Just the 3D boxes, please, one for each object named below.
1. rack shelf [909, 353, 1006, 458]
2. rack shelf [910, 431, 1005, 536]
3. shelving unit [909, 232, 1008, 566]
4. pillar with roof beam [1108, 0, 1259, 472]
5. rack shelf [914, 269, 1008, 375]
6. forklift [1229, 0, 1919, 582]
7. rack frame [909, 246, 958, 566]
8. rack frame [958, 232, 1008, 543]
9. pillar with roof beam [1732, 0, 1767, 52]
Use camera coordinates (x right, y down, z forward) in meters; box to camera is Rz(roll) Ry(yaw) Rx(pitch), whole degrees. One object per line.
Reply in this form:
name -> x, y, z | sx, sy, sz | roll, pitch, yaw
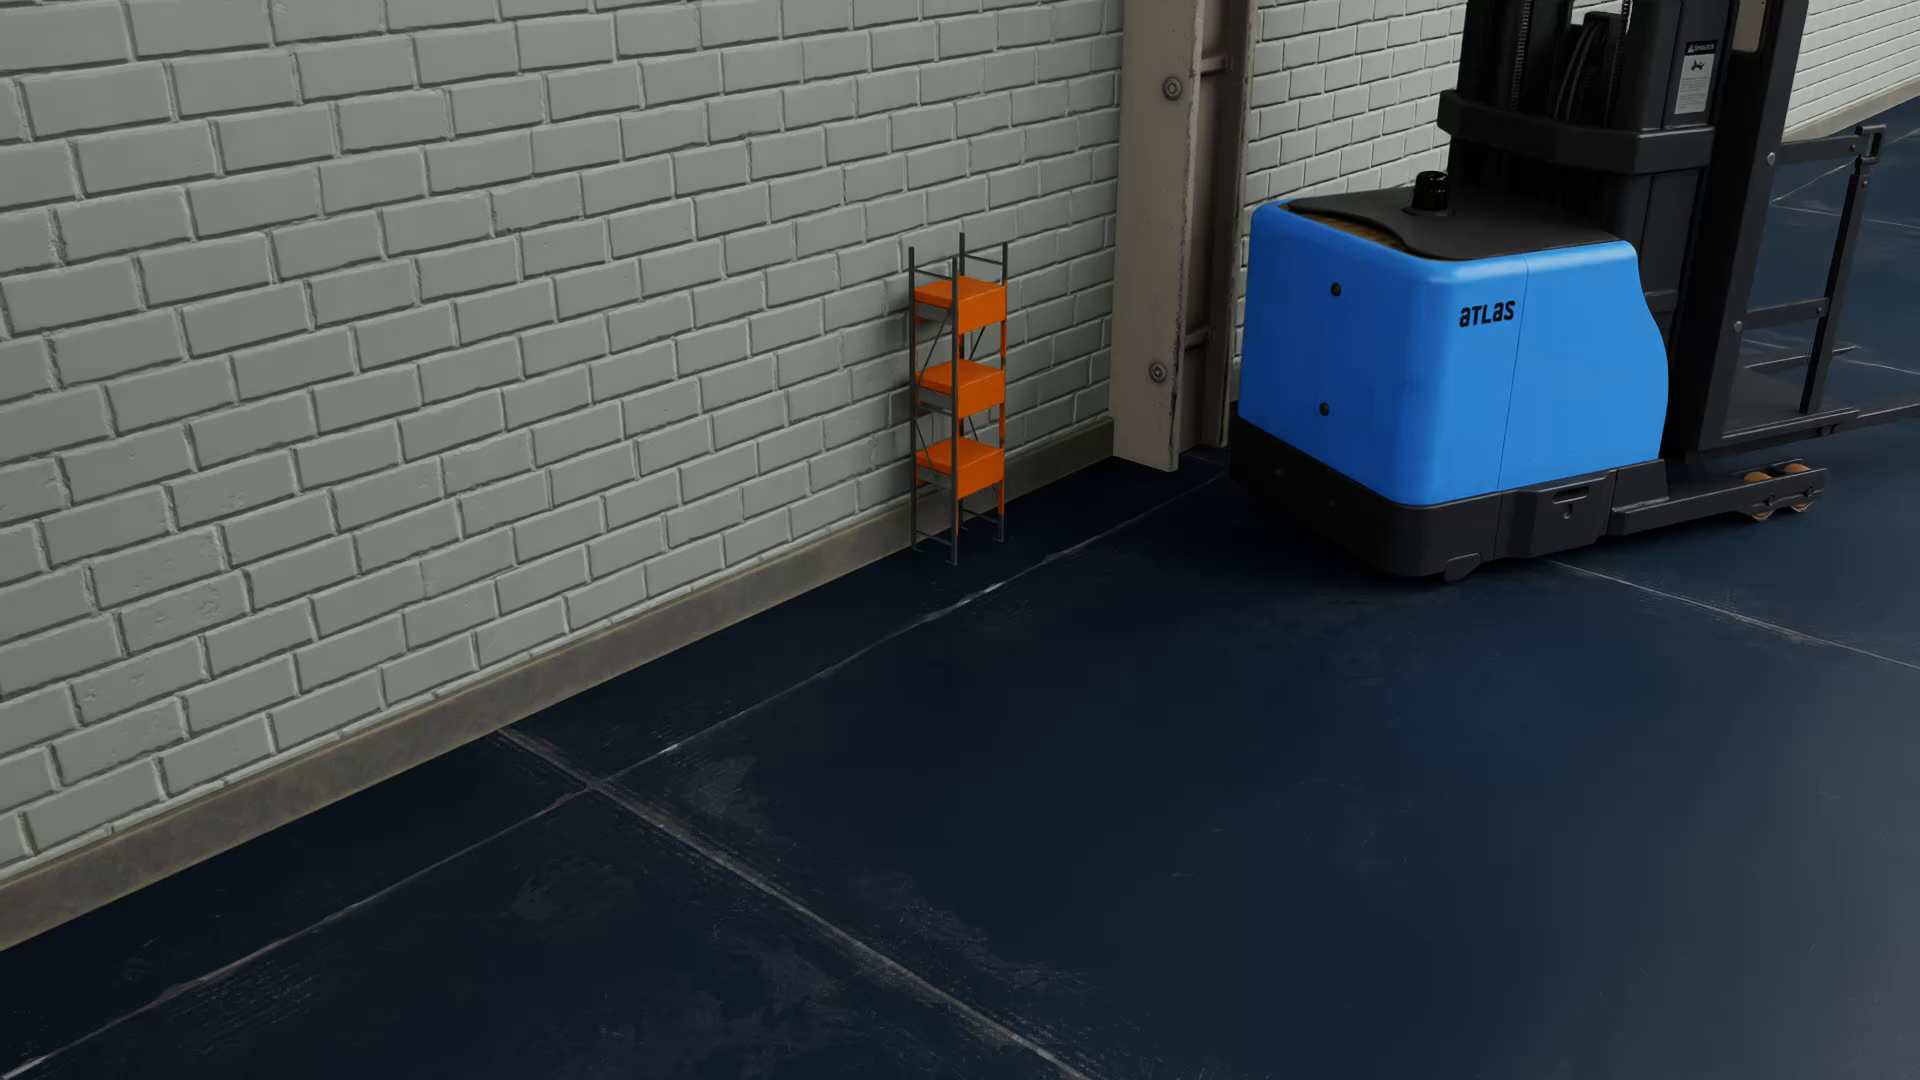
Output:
rack shelf -> -0.007, -0.448, 5.489 | 0.215, 0.259, 0.240 | 20, 31, 37
rack shelf -> -0.008, -0.195, 5.604 | 0.215, 0.259, 0.240 | 20, 31, 37
shelving unit -> -0.006, -0.457, 5.485 | 0.215, 1.050, 0.252 | 20, 31, 37
pillar with roof beam -> 4.022, -3.291, 2.090 | 9.100, 9.000, 0.400 | 20, 31, 38
rack shelf -> -0.005, -0.706, 5.372 | 0.215, 0.259, 0.240 | 20, 31, 37
forklift -> 2.546, -1.594, 5.723 | 3.031, 2.935, 1.130 | -11, 26, -23
rack frame -> -0.087, -0.420, 5.401 | 0.200, 1.050, 0.008 | 20, 31, 37
rack frame -> 0.074, -0.495, 5.569 | 0.200, 1.050, 0.008 | 20, 31, 37
pillar with roof beam -> 8.027, -5.119, 6.167 | 9.100, 9.000, 0.400 | 20, 31, 38
